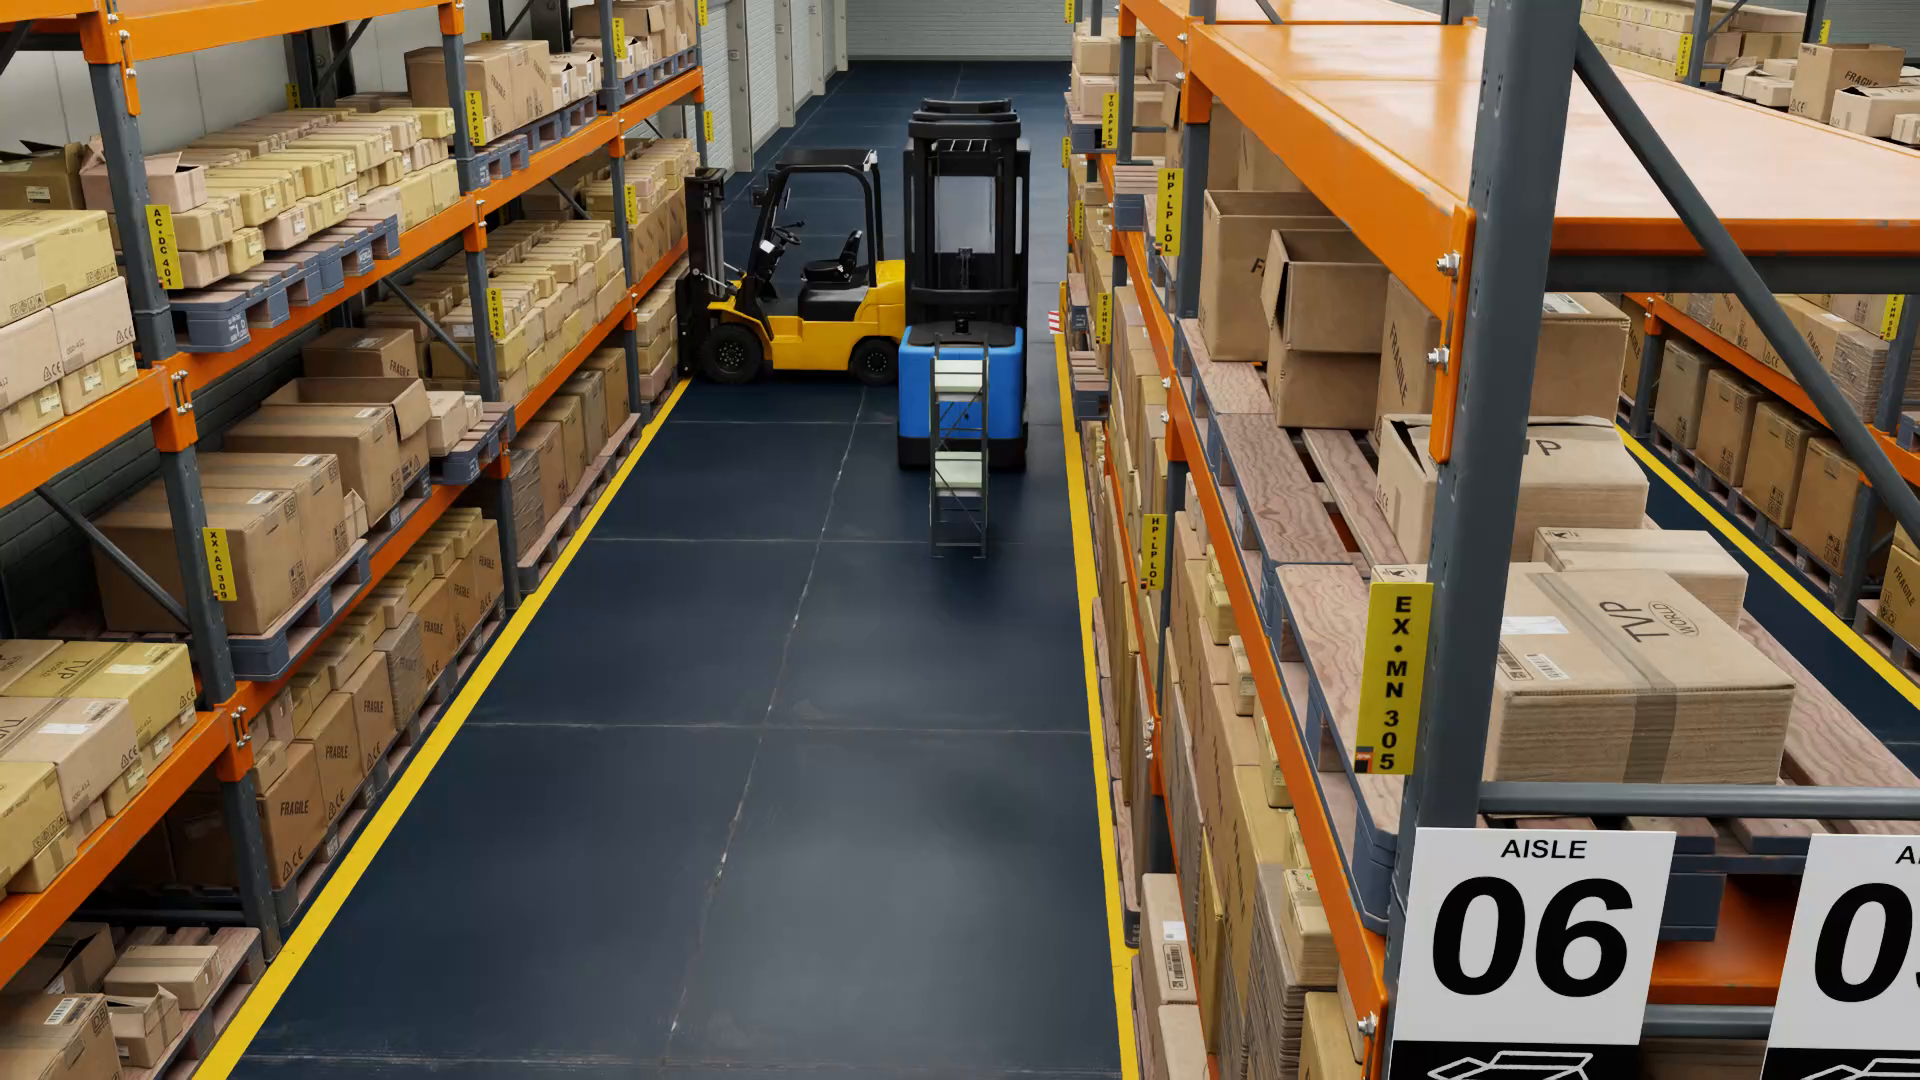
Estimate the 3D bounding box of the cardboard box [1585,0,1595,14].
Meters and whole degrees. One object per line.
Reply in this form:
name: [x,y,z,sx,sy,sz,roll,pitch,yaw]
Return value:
cardboard box: [6.289,-5.176,16.101,0.380,0.149,0.250,0,21,1]

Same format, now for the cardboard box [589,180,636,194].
cardboard box: [-3.162,-3.178,15.126,0.380,0.149,0.250,0,21,1]

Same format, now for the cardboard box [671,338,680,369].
cardboard box: [-3.039,-1.845,16.358,0.500,0.250,0.500,1,21,3]

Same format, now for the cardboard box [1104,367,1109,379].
cardboard box: [1.166,-1.188,11.211,0.380,0.149,0.250,1,21,2]

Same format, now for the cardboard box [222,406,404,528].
cardboard box: [-3.350,-0.383,8.652,0.700,0.500,0.500,1,21,1]

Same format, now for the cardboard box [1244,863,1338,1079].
cardboard box: [0.975,1.123,3.968,0.500,0.500,0.500,1,21,2]

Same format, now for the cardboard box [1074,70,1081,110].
cardboard box: [1.144,-3.471,12.808,0.500,0.250,0.500,0,21,1]

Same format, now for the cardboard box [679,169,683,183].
cardboard box: [-3.021,-3.685,16.843,0.380,0.149,0.250,0,21,0]

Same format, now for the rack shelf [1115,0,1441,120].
rack shelf: [1.394,-2.442,7.931,1.077,0.370,4.000,1,21,2]

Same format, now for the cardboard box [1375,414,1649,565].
cardboard box: [1.307,-0.138,3.996,0.500,0.311,0.500,1,21,3]

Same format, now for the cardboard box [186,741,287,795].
cardboard box: [-3.351,1.043,7.673,0.380,0.149,0.250,2,21,4]

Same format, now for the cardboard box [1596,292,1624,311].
cardboard box: [6.640,-2.077,16.091,0.875,0.875,0.875,1,21,2]

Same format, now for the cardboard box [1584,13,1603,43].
cardboard box: [6.349,-4.937,16.037,0.500,0.250,0.500,0,21,1]

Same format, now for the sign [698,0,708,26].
sign: [-2.721,-5.600,17.553,0.100,0.325,0.005,1,21,2]

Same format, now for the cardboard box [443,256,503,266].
cardboard box: [-3.703,-2.064,12.666,0.380,0.149,0.250,1,21,2]

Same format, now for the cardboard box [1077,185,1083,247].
cardboard box: [1.362,-3.059,15.718,0.500,0.500,0.500,1,21,3]

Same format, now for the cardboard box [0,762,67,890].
cardboard box: [-3.429,0.982,5.648,0.500,0.250,0.500,0,21,1]

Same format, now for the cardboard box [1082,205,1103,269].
cardboard box: [1.276,-2.552,13.828,0.500,0.500,0.500,1,21,3]

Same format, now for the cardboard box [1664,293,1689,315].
cardboard box: [6.243,-2.178,13.858,0.500,0.500,0.500,1,21,2]

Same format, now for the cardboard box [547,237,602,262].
cardboard box: [-3.099,-2.335,13.366,0.380,0.149,0.250,0,21,0]

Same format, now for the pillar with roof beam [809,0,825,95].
pillar with roof beam: [0.848,-15.022,38.803,9.100,9.000,0.400,1,21,2]

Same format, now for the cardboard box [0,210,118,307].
cardboard box: [-3.403,-1.013,5.951,0.500,0.250,0.500,1,21,2]

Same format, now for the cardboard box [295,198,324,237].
cardboard box: [-3.193,-1.494,7.715,0.380,0.149,0.250,0,21,1]

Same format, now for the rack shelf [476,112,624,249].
rack shelf: [-3.446,-2.730,12.266,1.077,0.370,4.000,1,21,2]

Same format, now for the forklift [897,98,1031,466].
forklift: [0.069,-2.469,14.840,1.130,2.935,3.031,1,21,3]

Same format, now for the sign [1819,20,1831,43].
sign: [7.070,-4.103,13.659,0.100,0.325,0.005,1,21,2]

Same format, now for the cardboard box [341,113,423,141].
cardboard box: [-3.335,-2.375,9.603,0.380,0.149,0.250,0,21,0]

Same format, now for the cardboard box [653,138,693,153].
cardboard box: [-3.063,-4.192,17.741,0.380,0.149,0.250,1,21,2]

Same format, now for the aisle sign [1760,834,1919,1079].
aisle sign: [1.499,0.819,2.677,0.394,0.787,0.004,1,21,2]

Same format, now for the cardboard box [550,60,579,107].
cardboard box: [-3.187,-3.447,12.525,0.500,0.311,0.500,0,21,0]

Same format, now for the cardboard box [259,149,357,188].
cardboard box: [-3.192,-1.821,8.145,0.380,0.149,0.250,1,21,2]

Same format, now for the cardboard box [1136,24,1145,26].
cardboard box: [1.874,-4.946,16.227,0.380,0.149,0.250,1,21,2]

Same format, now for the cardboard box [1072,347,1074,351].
cardboard box: [1.332,-1.660,15.881,0.500,0.250,0.500,0,21,0]

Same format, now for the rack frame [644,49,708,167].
rack frame: [-3.263,-3.836,18.270,1.000,3.000,0.127,1,21,2]

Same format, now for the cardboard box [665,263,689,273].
cardboard box: [-2.980,-2.679,17.126,0.500,0.250,0.500,1,21,2]

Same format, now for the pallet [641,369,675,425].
pallet: [-3.319,-1.377,15.786,1.003,0.211,1.213,1,21,2]

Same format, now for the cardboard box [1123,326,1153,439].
cardboard box: [1.159,-0.861,9.082,0.500,0.500,0.500,1,21,3]

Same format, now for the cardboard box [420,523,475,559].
cardboard box: [-3.246,0.004,10.351,0.380,0.149,0.250,0,21,-1]

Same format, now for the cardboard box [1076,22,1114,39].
cardboard box: [1.341,-5.039,16.467,0.380,0.149,0.250,1,21,1]

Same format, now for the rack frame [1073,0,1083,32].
rack frame: [1.698,-6.580,17.047,1.000,3.000,0.127,1,21,2]

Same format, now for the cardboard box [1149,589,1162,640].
cardboard box: [1.104,0.230,7.304,0.500,0.250,0.500,1,21,2]

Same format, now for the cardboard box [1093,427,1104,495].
cardboard box: [1.525,-0.606,12.997,0.950,0.372,0.625,1,21,3]

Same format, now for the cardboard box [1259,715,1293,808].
cardboard box: [1.006,0.593,4.437,0.380,0.149,0.250,1,21,3]

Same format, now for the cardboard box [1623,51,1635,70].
cardboard box: [6.250,-4.345,15.062,0.380,0.149,0.250,1,21,2]

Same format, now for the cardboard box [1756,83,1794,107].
cardboard box: [6.225,-3.339,12.469,0.380,0.149,0.250,1,21,2]

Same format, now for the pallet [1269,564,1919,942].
pallet: [1.224,0.377,3.388,1.003,0.211,1.213,1,21,2]

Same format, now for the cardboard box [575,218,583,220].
cardboard box: [-3.641,-2.602,14.950,0.500,0.500,0.500,1,21,1]

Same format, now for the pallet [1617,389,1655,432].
pallet: [6.629,-1.293,15.569,1.003,0.211,1.213,1,21,2]

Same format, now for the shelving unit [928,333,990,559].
shelving unit: [0.000,-0.702,12.264,0.431,1.500,0.755,1,21,2]

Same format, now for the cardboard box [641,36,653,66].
cardboard box: [-3.036,-4.502,15.304,0.396,0.266,0.258,0,21,0]

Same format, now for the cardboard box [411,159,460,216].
cardboard box: [-3.279,-2.084,9.814,0.500,0.250,0.500,0,21,0]

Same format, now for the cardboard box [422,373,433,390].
cardboard box: [-3.748,-1.039,11.268,0.500,0.250,0.500,0,21,0]

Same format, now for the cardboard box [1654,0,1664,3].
cardboard box: [6.946,-5.168,16.082,0.380,0.149,0.250,1,21,2]

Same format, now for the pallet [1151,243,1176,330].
pallet: [1.312,-1.086,7.298,0.805,0.209,1.217,0,21,-1]

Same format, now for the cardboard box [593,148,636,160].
cardboard box: [-3.545,-3.926,17.054,0.380,0.149,0.250,1,21,2]
